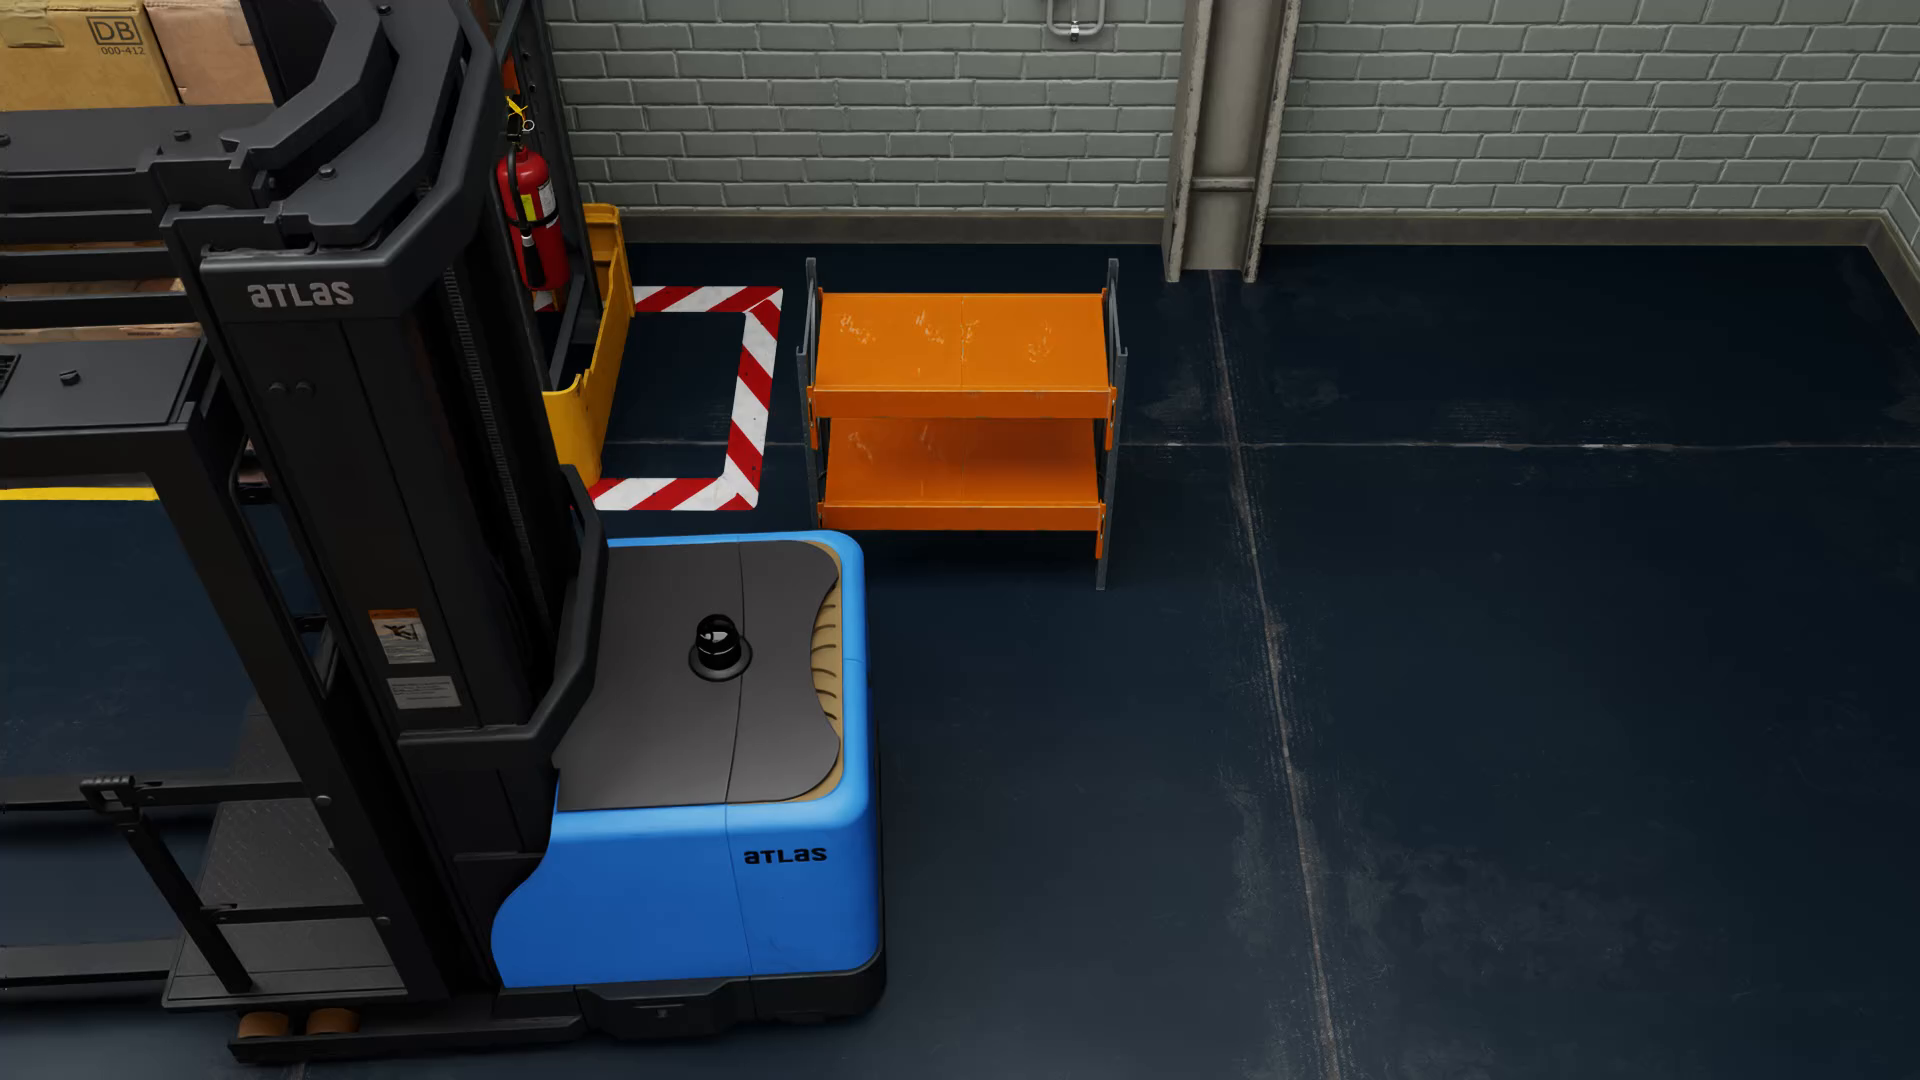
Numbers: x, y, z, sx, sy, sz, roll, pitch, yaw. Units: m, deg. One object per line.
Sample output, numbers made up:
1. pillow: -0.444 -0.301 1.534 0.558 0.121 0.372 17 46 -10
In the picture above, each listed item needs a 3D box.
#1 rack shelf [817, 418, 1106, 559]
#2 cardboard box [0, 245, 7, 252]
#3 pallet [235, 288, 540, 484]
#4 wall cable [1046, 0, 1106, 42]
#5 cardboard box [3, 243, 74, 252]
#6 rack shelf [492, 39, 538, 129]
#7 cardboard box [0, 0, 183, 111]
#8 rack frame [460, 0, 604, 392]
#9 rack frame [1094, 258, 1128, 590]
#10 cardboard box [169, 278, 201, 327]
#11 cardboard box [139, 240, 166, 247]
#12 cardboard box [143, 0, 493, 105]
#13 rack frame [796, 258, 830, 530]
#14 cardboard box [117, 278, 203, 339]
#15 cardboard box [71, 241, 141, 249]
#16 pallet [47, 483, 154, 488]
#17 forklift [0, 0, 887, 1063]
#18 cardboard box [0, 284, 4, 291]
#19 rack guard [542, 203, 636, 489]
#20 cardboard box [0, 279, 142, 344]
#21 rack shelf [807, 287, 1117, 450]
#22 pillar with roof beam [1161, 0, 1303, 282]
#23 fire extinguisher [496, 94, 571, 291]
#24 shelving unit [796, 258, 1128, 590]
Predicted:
1. rack shelf: 0.007 -0.217 6.017 1.000 0.278 0.538 0 47 0
2. cardboard box: -3.693 -1.232 6.325 0.250 0.149 0.380 -1 47 -1
3. pallet: -2.397 -0.637 6.699 1.213 0.211 1.003 0 47 0
4. wall cable: -0.313 -2.677 5.998 1.851 1.984 0.084 0 47 0
5. cardboard box: -3.440 -1.231 6.325 0.250 0.149 0.380 1 47 1
6. rack shelf: -3.597 -1.402 5.997 4.000 0.370 1.077 0 47 0
7. cardboard box: -2.835 -1.732 5.608 0.700 0.700 0.980 0 47 0
8. rack frame: -1.597 -1.642 5.729 0.127 3.000 1.000 0 47 0
9. rack frame: 0.515 -0.382 5.837 0.032 1.125 0.500 0 47 0
10. cardboard box: -2.682 -0.950 6.063 0.250 0.149 0.380 1 47 1
11. cardboard box: -2.929 -1.231 6.324 0.250 0.149 0.380 1 47 0
12. cardboard box: -2.107 -1.738 5.614 0.700 0.700 0.980 2 47 2
13. rack frame: -0.502 -0.385 5.840 0.032 1.125 0.500 0 47 0
14. cardboard box: -2.798 -0.863 6.425 0.500 0.500 0.700 0 47 0
15. cardboard box: -3.183 -1.231 6.324 0.250 0.149 0.380 1 47 1
16. pallet: -3.614 -0.642 6.704 1.213 0.211 1.003 0 47 0
17. forklift: -1.755 0.113 4.142 3.031 2.935 1.130 -2 47 -2
18. cardboard box: -3.834 -0.860 6.422 0.500 0.500 0.700 1 47 1
19. rack guard: -1.573 -0.790 6.644 0.348 0.500 1.175 0 47 0
20. cardboard box: -3.301 -0.864 6.426 0.500 0.500 0.700 -1 47 -1
21. rack shelf: 0.007 -0.583 5.624 1.000 0.278 0.538 0 47 0
22. pillar with roof beam: 1.090 -1.161 1.183 0.400 9.000 9.100 0 47 0
23. fire extinguisher: -1.448 -1.150 5.579 0.183 0.674 0.296 0 47 0
24. shelving unit: 0.007 -0.383 5.838 1.048 1.125 0.538 0 47 0
